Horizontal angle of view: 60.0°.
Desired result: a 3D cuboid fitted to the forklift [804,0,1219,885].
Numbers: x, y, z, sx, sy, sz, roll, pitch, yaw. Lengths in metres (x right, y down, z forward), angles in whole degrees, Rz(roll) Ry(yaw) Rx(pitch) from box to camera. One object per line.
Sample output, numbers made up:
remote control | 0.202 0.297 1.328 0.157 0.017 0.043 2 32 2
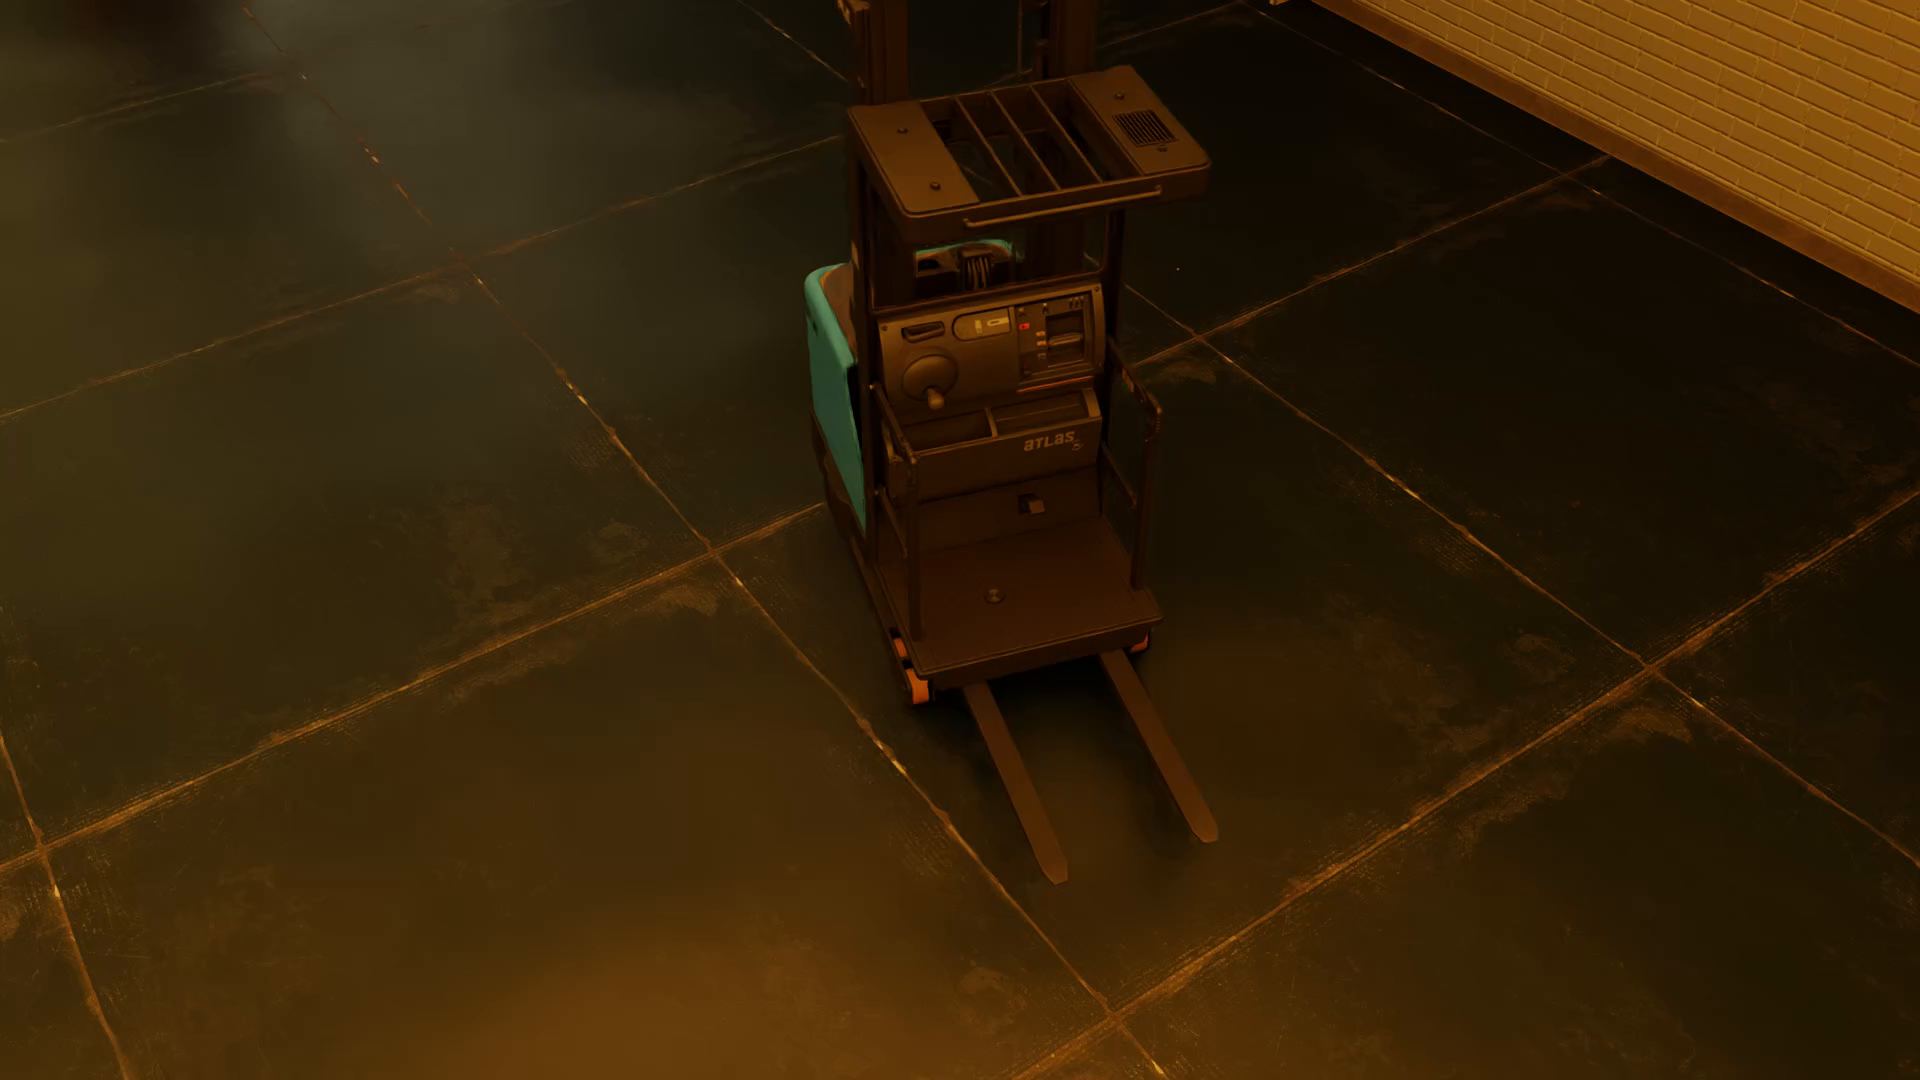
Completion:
forklift | 0.202 -0.683 6.457 1.130 2.935 3.031 -12 44 -13
